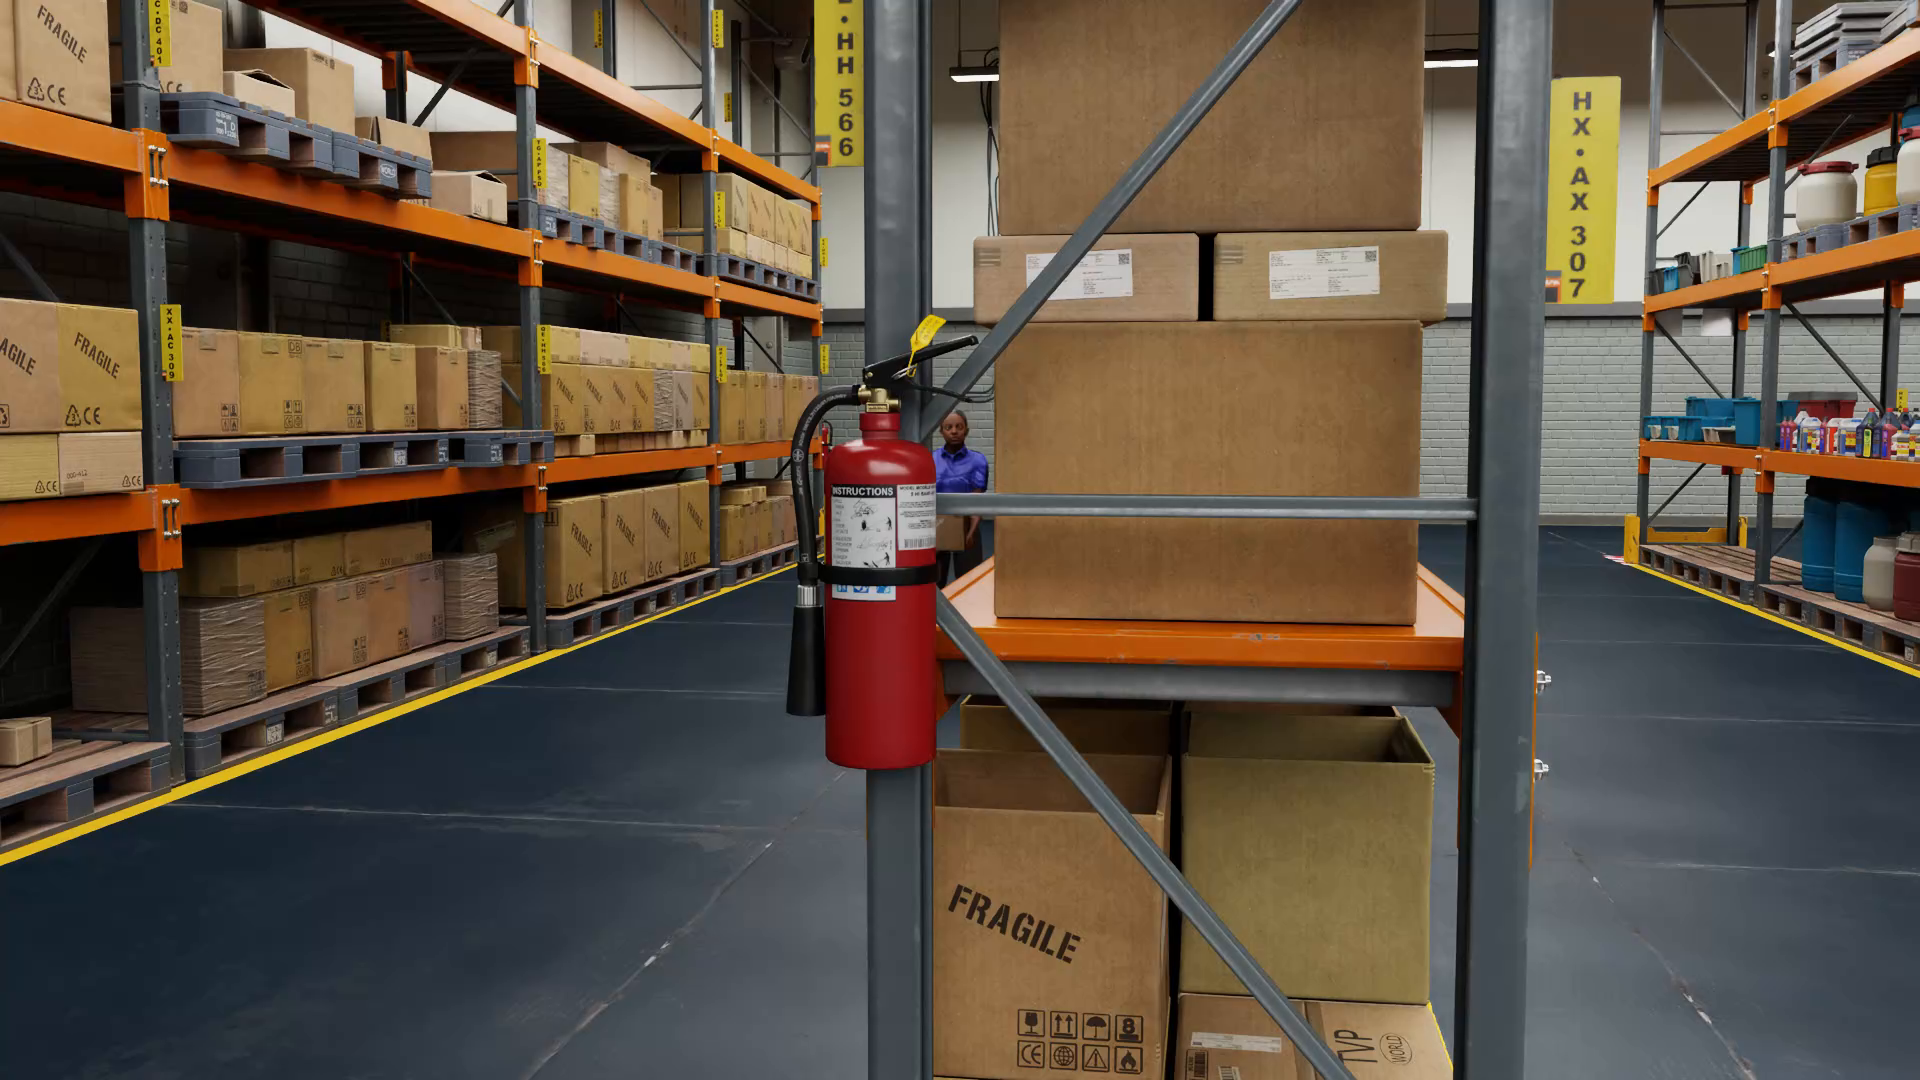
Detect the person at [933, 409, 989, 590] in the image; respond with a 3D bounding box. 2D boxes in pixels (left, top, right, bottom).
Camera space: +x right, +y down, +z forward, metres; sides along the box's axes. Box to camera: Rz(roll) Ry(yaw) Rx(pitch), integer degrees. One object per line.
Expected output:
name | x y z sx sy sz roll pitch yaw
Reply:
person | -0.058 0.046 9.913 0.435 1.656 0.504 1 5 7
